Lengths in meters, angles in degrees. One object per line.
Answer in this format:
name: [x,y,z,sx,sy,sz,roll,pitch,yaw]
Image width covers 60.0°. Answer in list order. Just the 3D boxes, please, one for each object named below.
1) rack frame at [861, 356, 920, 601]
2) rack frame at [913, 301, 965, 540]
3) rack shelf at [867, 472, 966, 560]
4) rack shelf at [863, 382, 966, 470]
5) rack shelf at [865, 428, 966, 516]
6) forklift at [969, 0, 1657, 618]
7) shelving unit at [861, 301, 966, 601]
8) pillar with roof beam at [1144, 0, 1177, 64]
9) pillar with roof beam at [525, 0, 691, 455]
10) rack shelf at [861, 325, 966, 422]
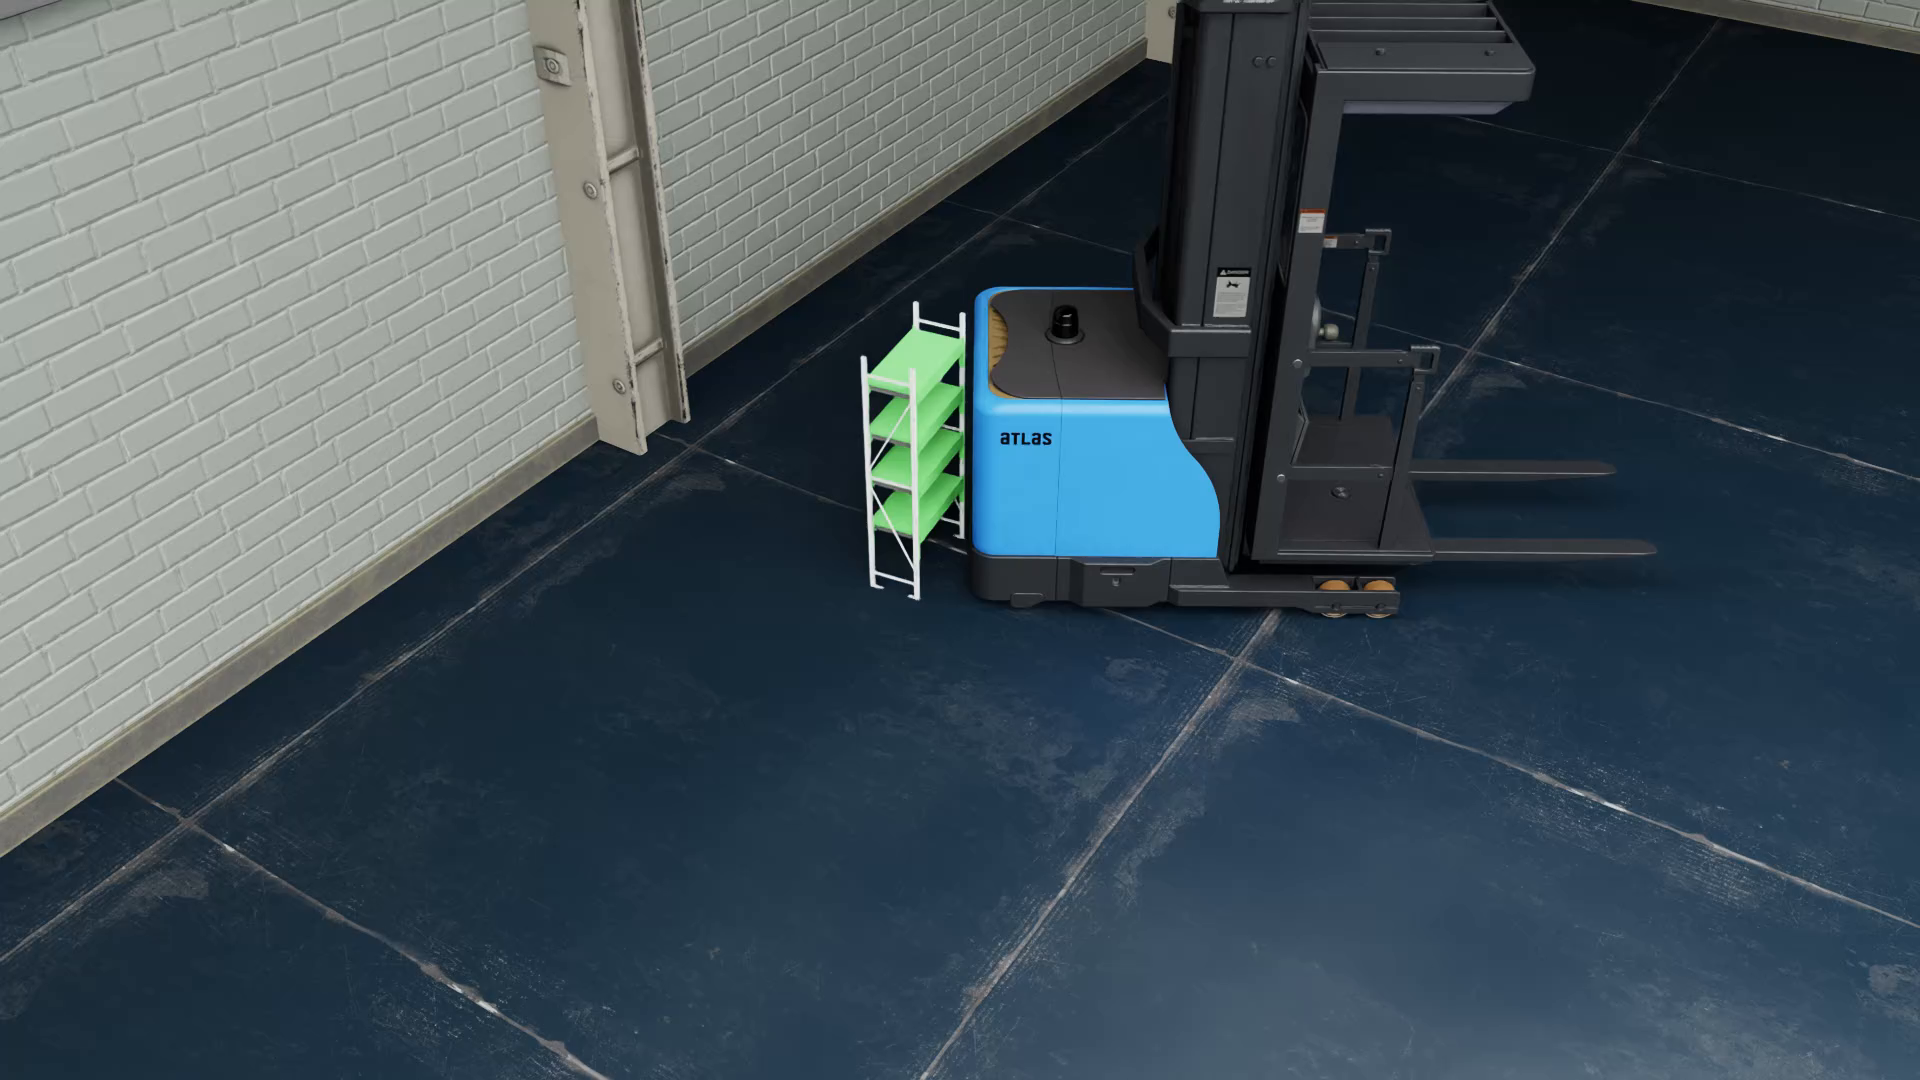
rack frame: [-0.291,-0.240,7.078,0.240,1.200,0.015,16,40,19]
rack frame: [-0.089,-0.511,7.430,0.240,1.200,0.015,16,40,19]
rack shelf: [-0.190,-0.135,7.440,0.258,0.148,0.480,16,40,19]
rack shelf: [-0.190,-0.515,7.147,0.258,0.148,0.480,16,40,19]
rack shelf: [-0.190,-0.325,7.293,0.258,0.148,0.480,16,40,19]
forklift: [1.562,-1.147,6.837,3.031,2.935,1.130,0,38,1]
shelving unit: [-0.190,-0.375,7.254,0.258,1.200,0.503,16,40,19]
pillar with roof beam: [5.233,-5.822,7.932,9.100,9.000,0.400,21,42,25]
pillar with roof beam: [2.018,-2.729,3.919,9.100,9.000,0.400,21,42,25]
rack shelf: [-0.190,-0.705,7.000,0.258,0.148,0.480,16,40,19]
